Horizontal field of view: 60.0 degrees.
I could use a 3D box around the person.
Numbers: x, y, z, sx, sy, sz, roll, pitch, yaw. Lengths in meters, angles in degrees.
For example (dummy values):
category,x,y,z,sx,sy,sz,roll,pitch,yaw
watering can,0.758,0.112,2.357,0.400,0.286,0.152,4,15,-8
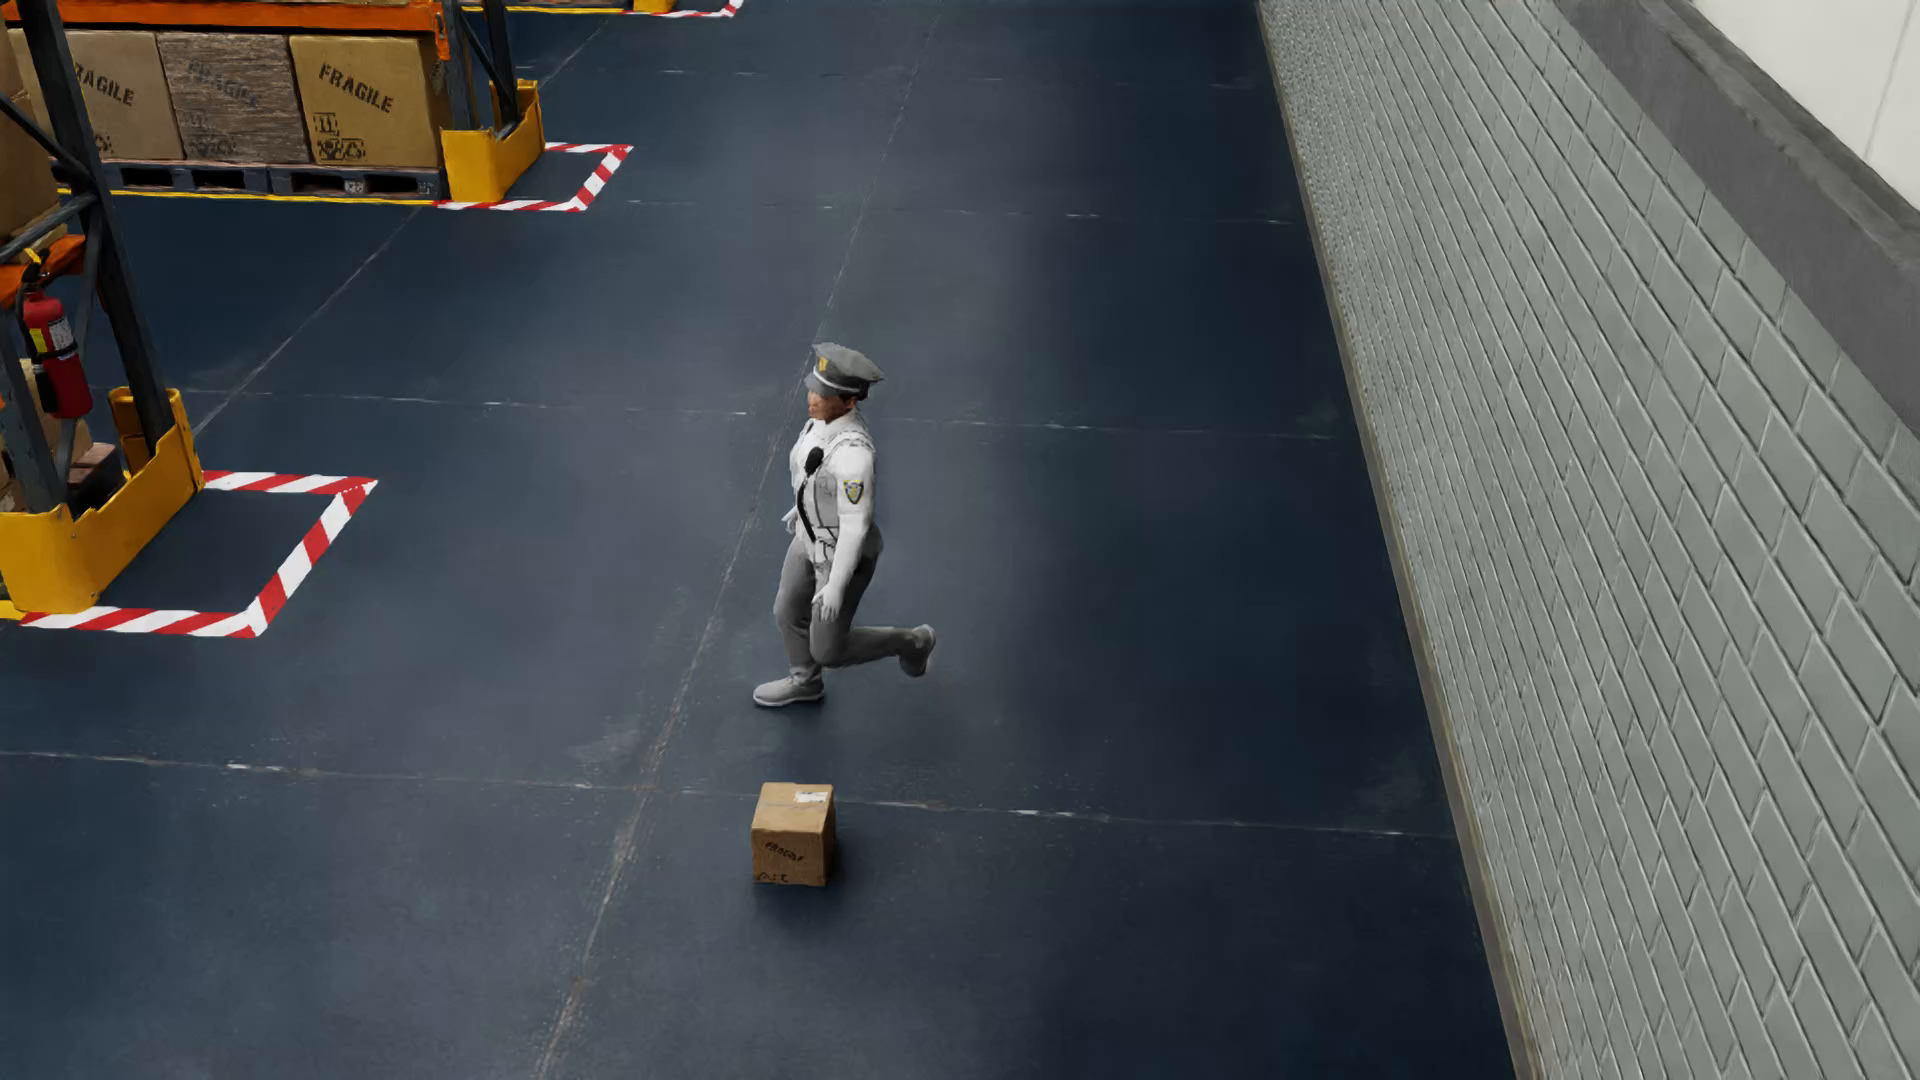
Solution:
category,x,y,z,sx,sy,sz,roll,pitch,yaw
person,-0.429,0.003,6.147,0.678,1.640,0.624,-12,34,-18
